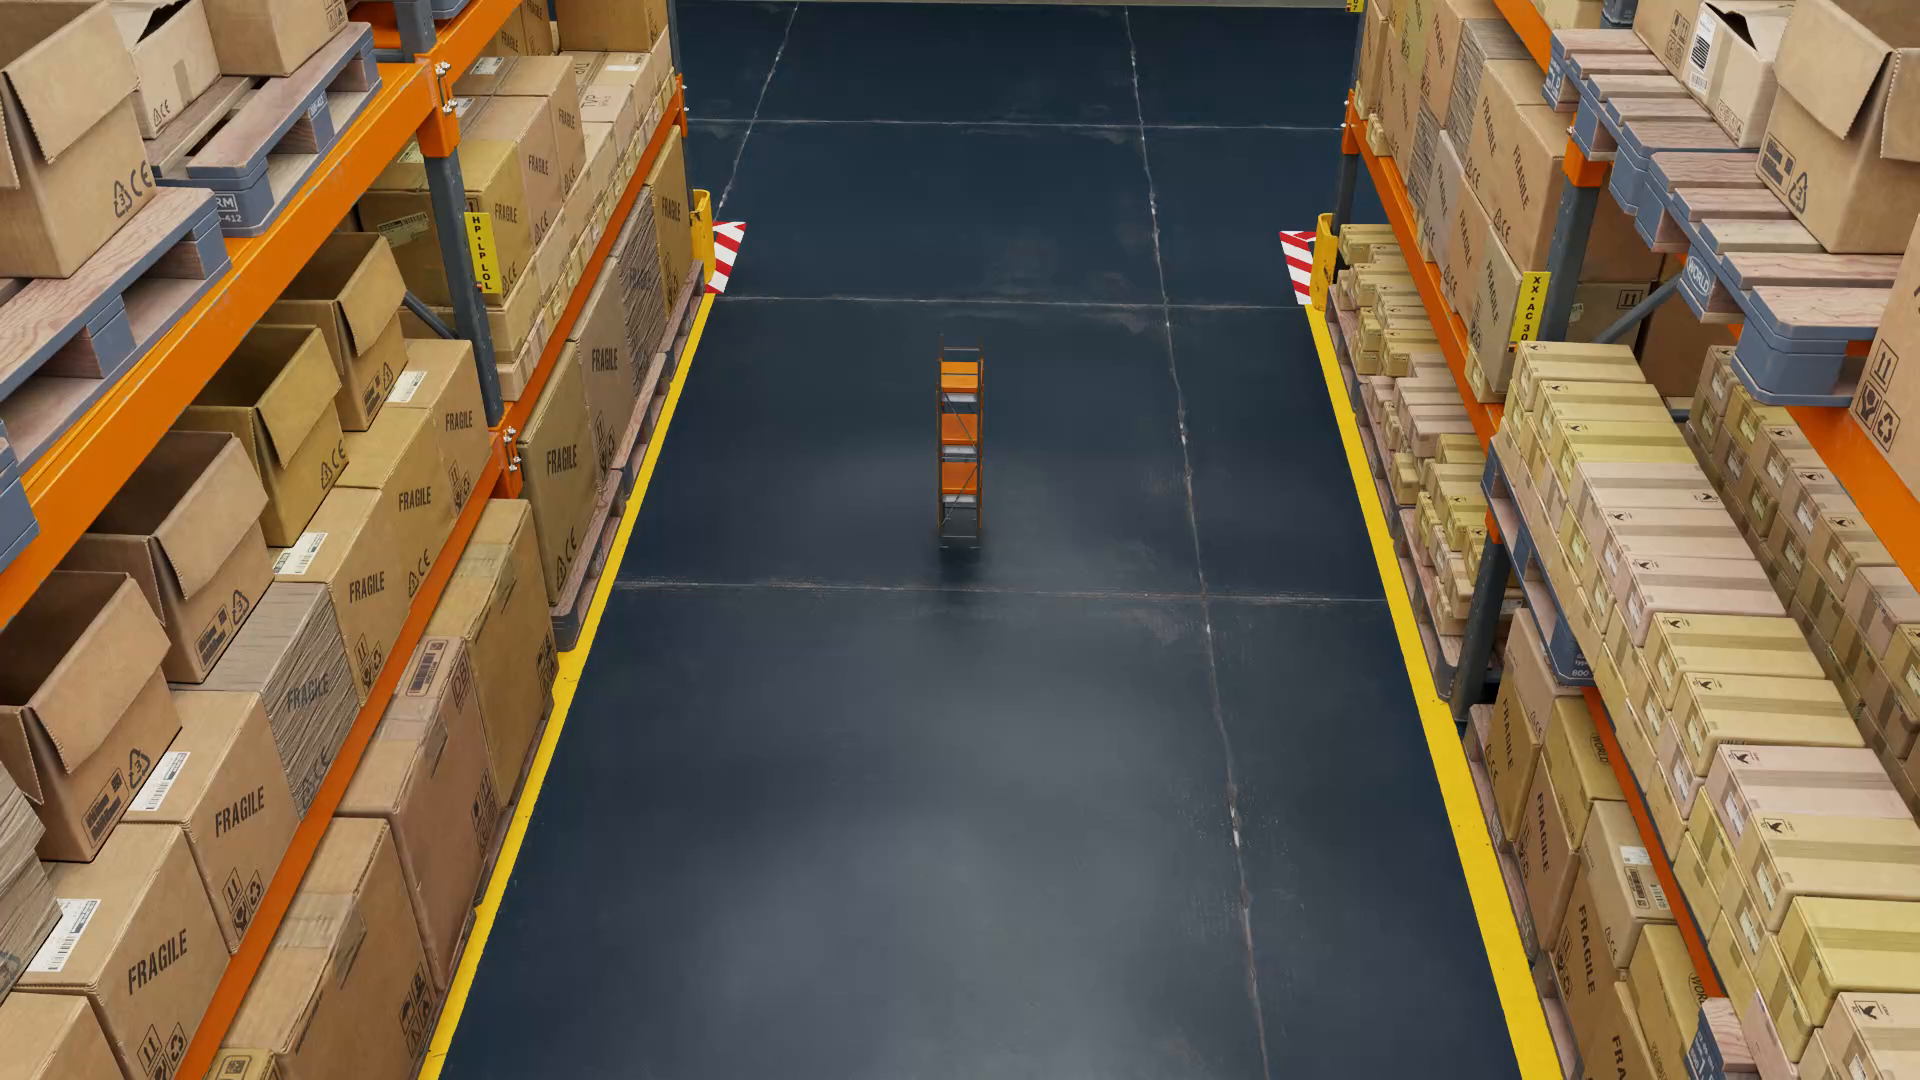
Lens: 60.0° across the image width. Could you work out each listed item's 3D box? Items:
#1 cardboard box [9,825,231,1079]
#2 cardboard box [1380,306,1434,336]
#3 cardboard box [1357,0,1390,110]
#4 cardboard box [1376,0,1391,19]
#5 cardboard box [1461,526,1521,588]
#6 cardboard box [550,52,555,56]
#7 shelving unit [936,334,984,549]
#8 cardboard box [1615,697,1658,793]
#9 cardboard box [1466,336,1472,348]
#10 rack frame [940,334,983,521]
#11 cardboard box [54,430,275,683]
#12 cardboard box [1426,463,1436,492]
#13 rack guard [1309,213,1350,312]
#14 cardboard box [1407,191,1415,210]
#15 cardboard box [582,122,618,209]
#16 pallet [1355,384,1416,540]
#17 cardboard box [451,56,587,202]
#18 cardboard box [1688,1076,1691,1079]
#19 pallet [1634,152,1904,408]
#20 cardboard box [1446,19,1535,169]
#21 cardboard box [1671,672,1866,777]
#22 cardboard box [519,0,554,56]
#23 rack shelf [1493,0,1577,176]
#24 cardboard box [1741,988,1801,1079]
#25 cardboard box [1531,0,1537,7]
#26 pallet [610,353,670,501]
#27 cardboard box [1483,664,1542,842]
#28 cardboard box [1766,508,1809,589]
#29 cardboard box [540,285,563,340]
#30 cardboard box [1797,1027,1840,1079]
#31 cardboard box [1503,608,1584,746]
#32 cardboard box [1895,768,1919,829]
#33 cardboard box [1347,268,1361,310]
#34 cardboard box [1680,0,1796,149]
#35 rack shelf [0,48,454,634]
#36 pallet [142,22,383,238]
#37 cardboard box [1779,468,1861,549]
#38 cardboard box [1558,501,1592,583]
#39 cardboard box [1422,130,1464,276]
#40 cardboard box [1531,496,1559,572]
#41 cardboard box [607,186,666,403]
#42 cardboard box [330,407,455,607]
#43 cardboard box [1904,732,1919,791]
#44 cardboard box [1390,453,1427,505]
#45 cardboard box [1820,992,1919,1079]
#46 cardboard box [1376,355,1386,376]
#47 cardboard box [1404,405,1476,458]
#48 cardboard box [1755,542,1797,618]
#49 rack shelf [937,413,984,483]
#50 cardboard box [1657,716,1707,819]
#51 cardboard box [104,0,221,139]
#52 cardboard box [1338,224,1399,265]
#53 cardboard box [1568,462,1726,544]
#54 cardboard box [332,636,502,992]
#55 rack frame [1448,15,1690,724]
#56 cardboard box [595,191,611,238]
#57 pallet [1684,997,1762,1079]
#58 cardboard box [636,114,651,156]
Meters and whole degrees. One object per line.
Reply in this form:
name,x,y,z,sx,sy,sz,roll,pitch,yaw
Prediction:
cardboard box,-2.181,1.049,4.062,0.500,0.500,0.500,0,35,1
cardboard box,2.445,-1.114,8.823,0.380,0.149,0.250,3,35,4
cardboard box,2.488,-2.676,9.103,0.500,0.500,0.500,3,35,4
cardboard box,2.499,-3.084,8.815,0.500,0.500,0.500,1,35,2
cardboard box,2.376,0.074,7.132,0.380,0.149,0.250,2,35,3
cardboard box,-2.473,-2.429,8.969,0.500,0.250,0.500,1,35,1
shelving unit,0.002,-0.460,7.992,0.215,1.050,0.252,1,35,2
cardboard box,2.086,0.575,4.676,0.380,0.149,0.250,0,35,0
cardboard box,2.371,-0.836,7.049,0.380,0.149,0.250,3,35,4
rack frame,0.007,-0.530,8.092,0.200,1.050,0.008,1,35,2
cardboard box,-2.396,0.028,4.642,0.797,0.503,0.637,2,35,3
cardboard box,2.416,-0.234,7.829,0.380,0.149,0.250,2,35,2
rack guard,2.779,-1.698,10.232,1.175,0.500,0.348,1,35,2
cardboard box,2.461,-1.734,8.327,0.380,0.149,0.250,1,35,1
cardboard box,-1.982,-1.830,8.117,0.500,0.250,0.500,1,35,2
pallet,2.659,-0.415,8.657,1.003,0.211,1.213,1,35,2
cardboard box,-2.012,-1.857,7.504,0.500,0.500,0.500,0,35,0
cardboard box,2.236,1.686,4.398,0.500,0.250,0.500,2,35,3
pallet,2.452,-0.669,4.147,1.213,0.211,1.003,1,35,2
cardboard box,2.420,-1.905,7.137,0.500,0.500,0.500,2,35,3
cardboard box,2.077,0.484,4.288,0.380,0.149,0.250,3,35,4
cardboard box,-2.479,-2.748,8.770,0.500,0.500,0.500,1,35,1
rack shelf,2.702,-2.548,7.284,1.077,0.370,4.000,1,35,2
cardboard box,2.043,1.178,3.818,0.380,0.149,0.250,2,35,3
cardboard box,2.403,-2.207,6.303,0.500,0.250,0.500,1,35,2
pallet,-2.175,-0.636,8.971,1.003,0.211,1.213,1,35,2
cardboard box,2.327,0.803,6.308,0.500,0.500,0.500,3,35,4
cardboard box,2.774,0.027,5.197,0.380,0.149,0.250,0,35,0
cardboard box,-1.966,-1.001,7.284,0.380,0.149,0.250,2,35,3
cardboard box,2.035,1.193,3.538,0.380,0.149,0.250,3,35,4
cardboard box,2.328,0.496,6.092,0.500,0.250,0.500,0,35,0
cardboard box,2.732,0.748,4.430,0.380,0.149,0.250,2,35,3
cardboard box,2.437,-1.441,9.547,0.380,0.149,0.250,1,35,2
cardboard box,2.376,-1.328,4.635,0.500,0.311,0.500,1,35,1
rack shelf,-2.411,-0.423,4.260,1.077,0.370,4.000,1,35,2
pallet,-2.318,-1.260,4.992,0.805,0.209,1.217,0,35,0
cardboard box,2.768,-0.090,5.105,0.380,0.149,0.250,1,35,2
cardboard box,2.118,0.005,5.228,0.380,0.149,0.250,0,35,0
cardboard box,2.402,-1.498,7.426,0.500,0.500,0.500,1,35,2
cardboard box,2.127,-0.017,5.519,0.380,0.149,0.250,2,35,2
cardboard box,-2.152,-1.347,9.041,0.875,0.875,0.875,1,35,2
cardboard box,-2.103,-0.121,5.726,0.500,0.500,0.500,2,35,3
cardboard box,2.731,0.628,4.342,0.380,0.149,0.250,1,35,1
cardboard box,2.338,-0.300,8.182,0.380,0.149,0.250,1,35,2
cardboard box,2.035,1.083,3.436,0.380,0.149,0.250,1,35,1
cardboard box,2.475,-0.888,9.019,0.380,0.149,0.250,1,35,2
cardboard box,2.356,-0.522,7.980,0.380,0.149,0.250,0,35,0
cardboard box,2.771,0.134,5.304,0.380,0.149,0.250,0,35,-1
rack shelf,0.002,-0.452,7.998,0.215,0.259,0.240,1,35,2
cardboard box,2.075,0.605,4.374,0.380,0.149,0.250,2,35,3
cardboard box,-2.464,-1.373,4.699,0.500,0.311,0.500,0,35,0
cardboard box,2.422,-1.720,9.686,0.380,0.149,0.250,0,35,0
cardboard box,2.116,-0.112,5.137,0.380,0.149,0.250,1,35,1
cardboard box,-2.371,0.940,5.786,1.225,0.875,0.875,0,35,0
rack frame,2.622,-0.466,6.305,1.000,3.000,0.127,1,35,2
cardboard box,-1.925,-1.594,8.128,0.380,0.149,0.250,0,35,1
pallet,2.383,1.498,3.676,1.213,0.211,1.003,1,35,2
cardboard box,-1.886,-2.185,8.968,0.380,0.149,0.250,2,35,3
